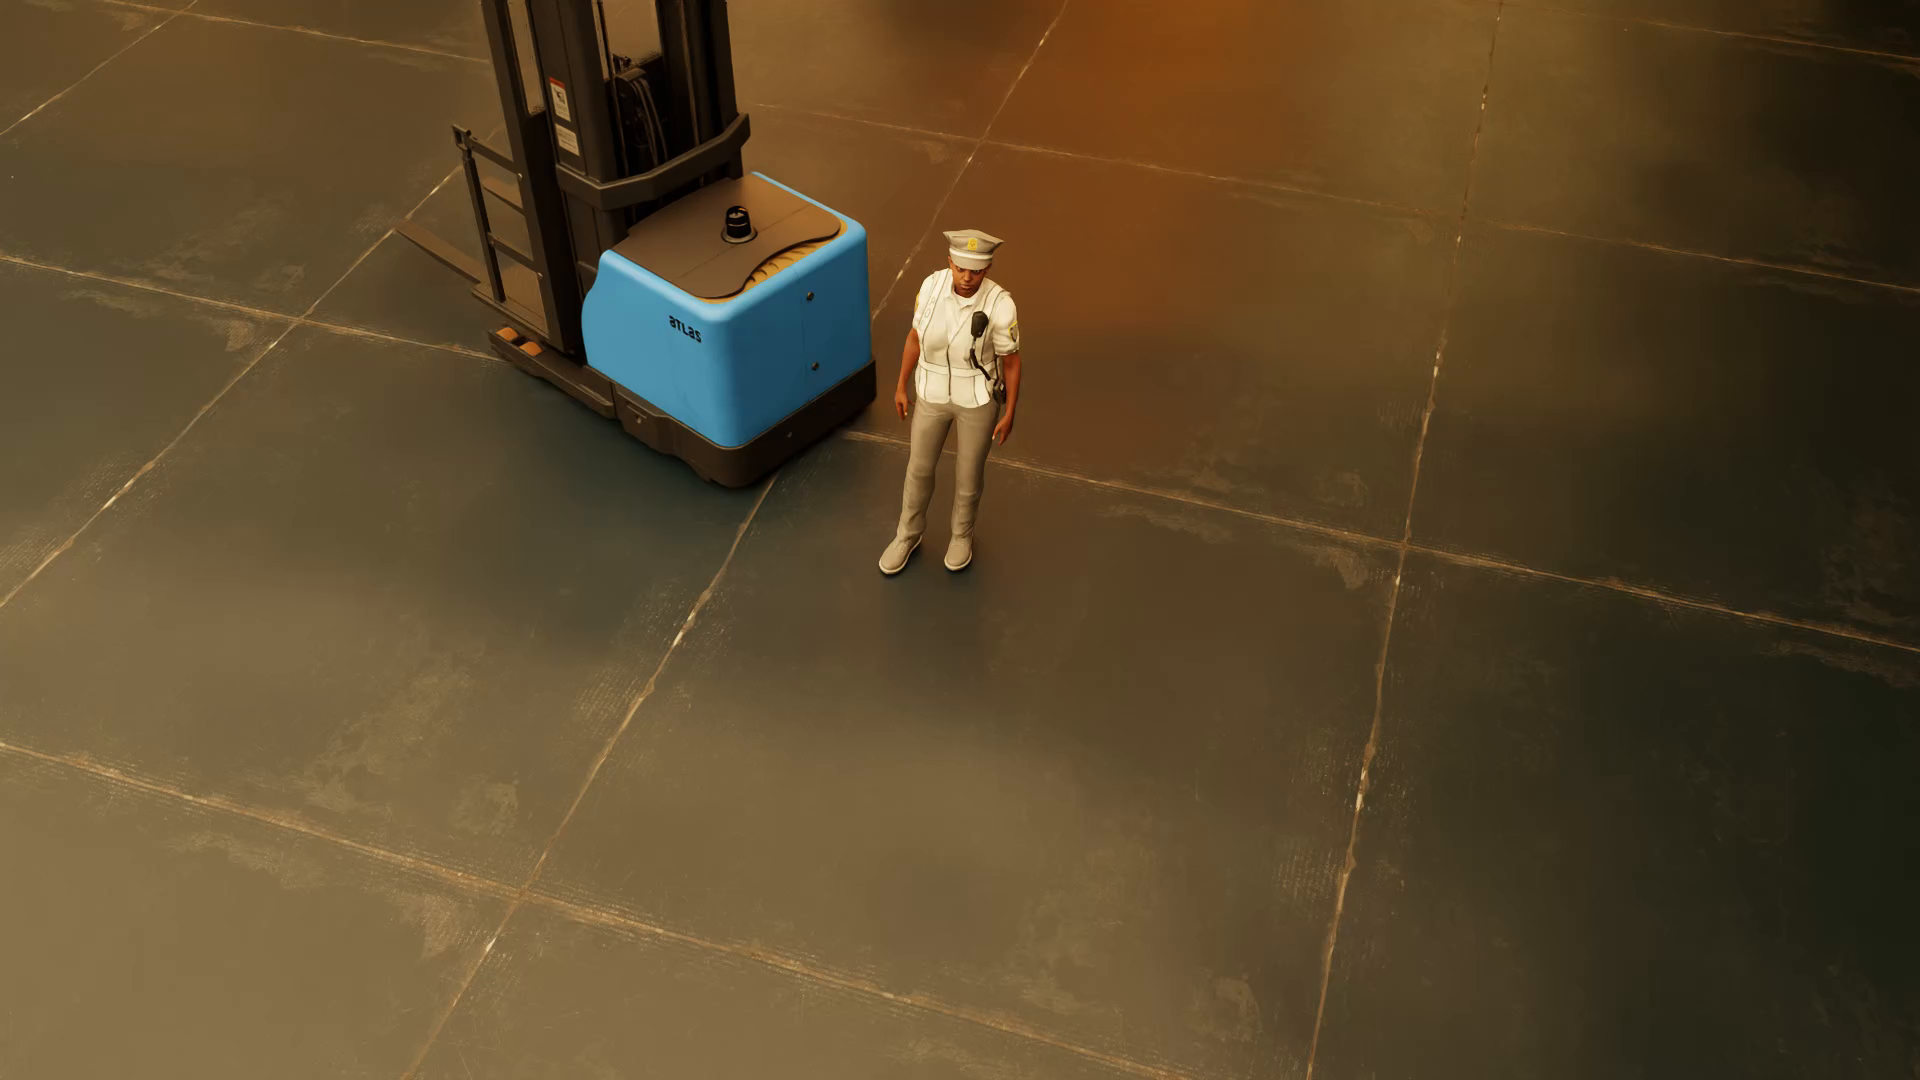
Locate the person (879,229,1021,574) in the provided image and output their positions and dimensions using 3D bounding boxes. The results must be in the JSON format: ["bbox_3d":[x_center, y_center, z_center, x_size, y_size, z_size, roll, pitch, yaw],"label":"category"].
[{"bbox_3d":[-0.042,-0.581,7.211,0.569,1.694,0.530,12,44,13],"label":"person"}]

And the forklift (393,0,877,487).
[{"bbox_3d":[-1.867,-2.192,8.045,3.031,2.935,1.130,31,51,29],"label":"forklift"}]
